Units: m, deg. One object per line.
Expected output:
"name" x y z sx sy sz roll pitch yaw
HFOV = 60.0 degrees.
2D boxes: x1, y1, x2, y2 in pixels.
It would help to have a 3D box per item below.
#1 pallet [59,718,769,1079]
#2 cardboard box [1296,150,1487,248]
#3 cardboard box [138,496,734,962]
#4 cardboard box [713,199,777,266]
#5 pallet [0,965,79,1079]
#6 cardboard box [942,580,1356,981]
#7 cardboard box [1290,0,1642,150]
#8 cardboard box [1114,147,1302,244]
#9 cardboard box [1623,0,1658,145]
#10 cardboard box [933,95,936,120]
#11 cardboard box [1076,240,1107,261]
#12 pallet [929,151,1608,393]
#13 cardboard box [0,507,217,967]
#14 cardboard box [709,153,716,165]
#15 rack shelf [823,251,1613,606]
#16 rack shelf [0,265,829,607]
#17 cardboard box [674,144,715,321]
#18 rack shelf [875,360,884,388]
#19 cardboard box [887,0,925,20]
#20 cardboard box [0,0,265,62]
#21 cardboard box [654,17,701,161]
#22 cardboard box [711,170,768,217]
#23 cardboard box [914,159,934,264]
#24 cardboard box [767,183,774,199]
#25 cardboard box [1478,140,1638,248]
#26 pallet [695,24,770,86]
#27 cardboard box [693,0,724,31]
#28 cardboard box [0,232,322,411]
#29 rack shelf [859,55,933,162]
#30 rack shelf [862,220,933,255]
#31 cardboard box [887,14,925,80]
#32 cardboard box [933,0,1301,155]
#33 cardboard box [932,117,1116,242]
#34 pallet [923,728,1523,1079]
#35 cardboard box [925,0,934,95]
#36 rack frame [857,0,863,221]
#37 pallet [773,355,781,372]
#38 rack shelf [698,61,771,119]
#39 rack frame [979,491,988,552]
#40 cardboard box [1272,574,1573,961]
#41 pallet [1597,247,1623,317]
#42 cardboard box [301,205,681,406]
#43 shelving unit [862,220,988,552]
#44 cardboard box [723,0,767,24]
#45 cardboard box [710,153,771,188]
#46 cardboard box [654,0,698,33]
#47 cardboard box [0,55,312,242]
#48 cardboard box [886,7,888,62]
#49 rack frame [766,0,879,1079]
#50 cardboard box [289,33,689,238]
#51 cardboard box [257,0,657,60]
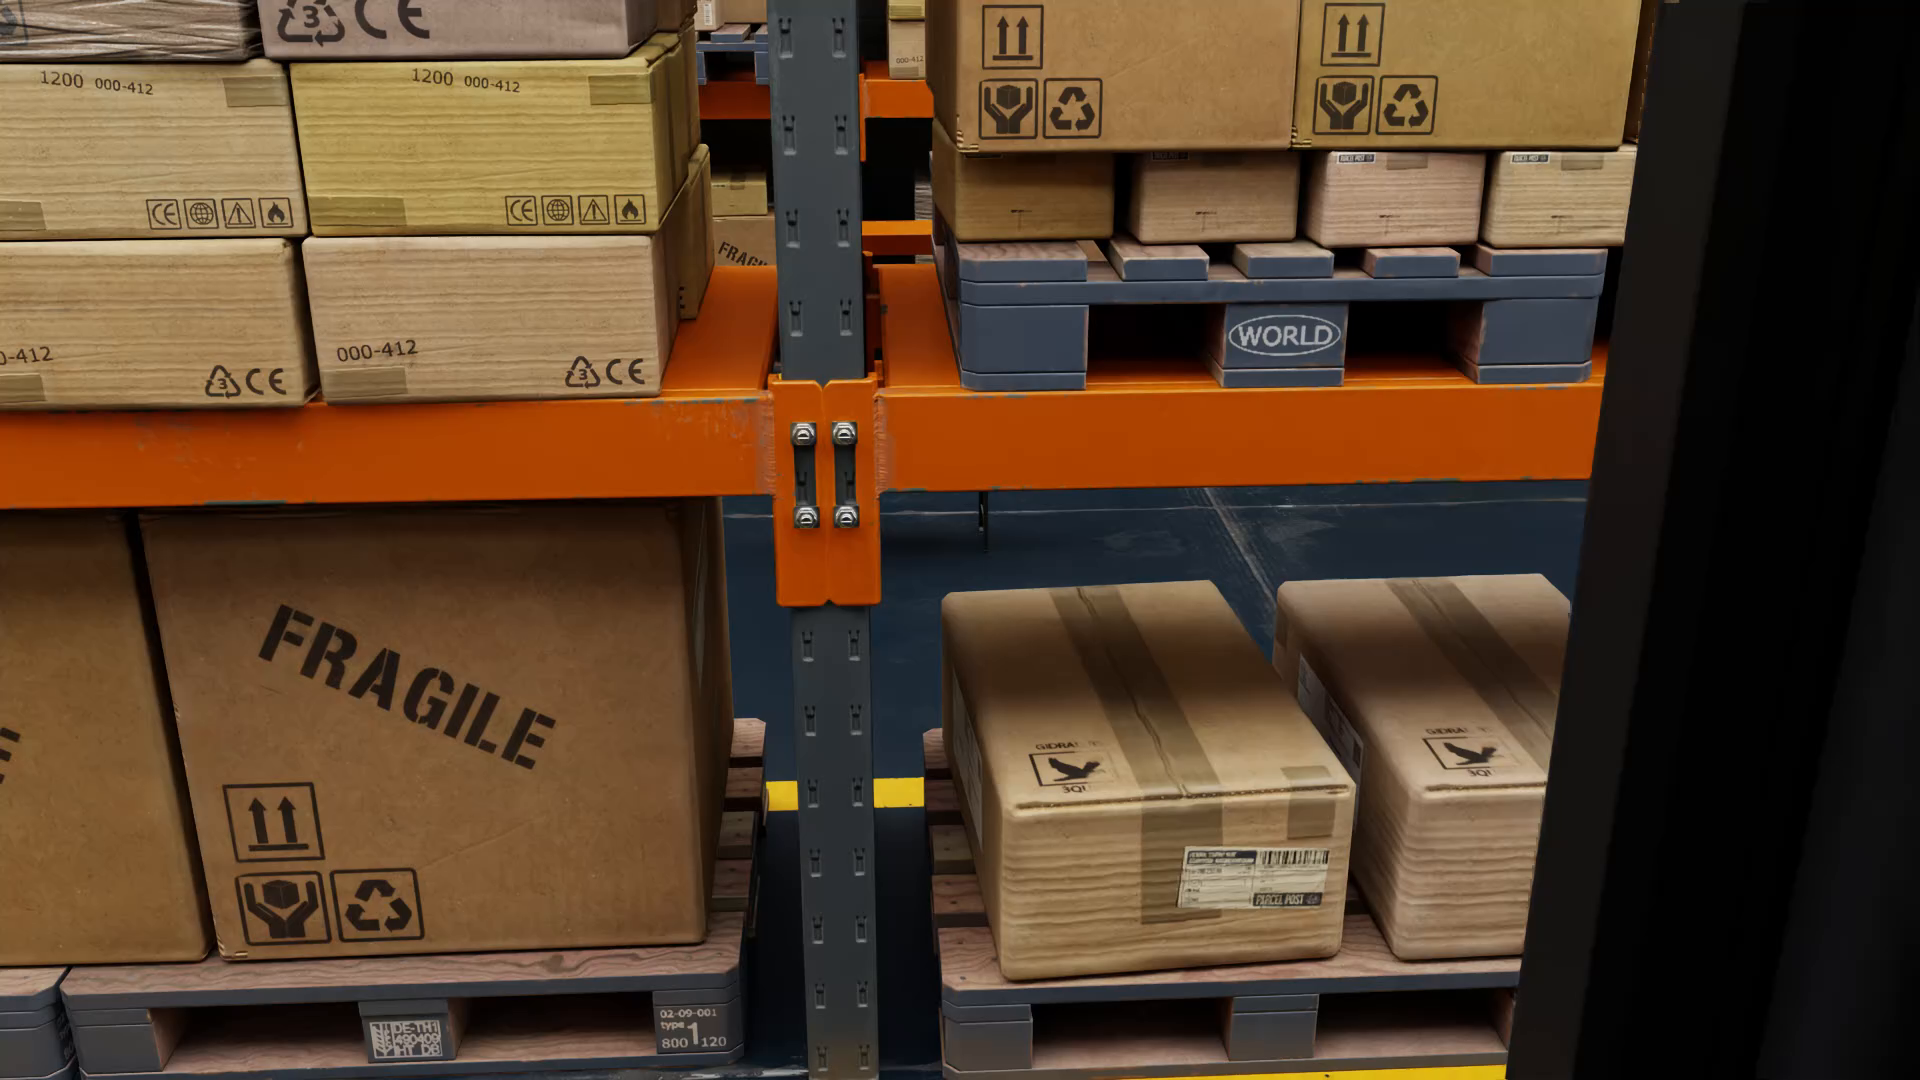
"pallet" -1.030 0.707 3.467 1.213 0.211 1.003 -1 21 -3
"cardboard box" 0.657 -0.588 2.712 0.250 0.149 0.380 -3 21 -7
"cardboard box" -0.933 0.196 3.287 0.875 0.875 0.875 -1 21 -4
"cardboard box" -0.935 -1.292 7.721 0.500 0.500 0.500 -1 21 -1
"pallet" -2.245 0.731 3.405 1.213 0.211 1.003 -1 21 -3
"cardboard box" 0.326 0.438 3.357 0.625 0.372 0.950 -3 21 -7
"cardboard box" 0.744 -0.907 2.640 0.500 0.500 0.500 0 21 0
"cardboard box" 0.381 -0.599 2.740 0.250 0.149 0.380 -2 21 -6
"cardboard box" 1.274 -0.921 2.674 0.500 0.500 0.500 -1 21 -2
"cardboard box" 0.075 -0.755 3.150 0.250 0.149 0.380 0 21 -1
"cardboard box" 0.750 -1.459 7.984 0.625 0.625 0.875 0 21 -1
"pallet" 0.467 -0.548 3.114 1.003 0.211 1.213 -1 21 -3
"cardboard box" -1.823 0.212 3.243 0.875 0.875 0.875 -1 21 -2
"cardboard box" -1.331 -1.784 8.102 0.250 0.149 0.380 -1 21 -1
"rack shelf" 1.758 -0.290 3.178 4.000 0.370 1.077 -1 21 -3
"rack shelf" -2.235 -0.209 2.964 4.000 0.370 1.077 -1 21 -3
"cardboard box" -0.741 -0.595 3.178 0.500 0.250 0.500 -2 21 -4
"rack shelf" -0.165 -0.494 5.423 0.480 0.148 0.258 -1 21 -3
"cardboard box" -0.067 -2.425 7.284 0.500 0.250 0.500 -1 21 -3
"cardboard box" -1.251 -0.983 2.440 0.500 0.500 0.500 -1 21 -2
"cardboard box" -0.758 -0.826 3.084 0.500 0.250 0.500 -1 21 -3
"cardboard box" -1.004 -1.580 7.566 0.250 0.149 0.380 -2 21 -6
"cardboard box" 0.098 -1.443 7.942 0.625 0.625 0.875 -1 21 -1
"cardboard box" -0.962 -1.468 8.183 0.500 0.500 0.500 0 21 -1
"cardboard box" 0.932 -0.586 2.707 0.250 0.149 0.380 -1 21 -3
"pallet" -1.198 -2.220 7.506 1.003 0.211 1.213 -1 21 -3
"cardboard box" -1.159 -2.278 7.151 0.250 0.149 0.380 -1 21 -2
"cardboard box" -1.238 -0.397 2.658 0.500 0.250 0.500 -1 21 -2
"rack shelf" 1.471 -2.053 7.809 4.000 0.370 1.077 -1 21 -3
"rack shelf" -0.165 -0.925 5.259 0.480 0.148 0.258 -1 21 -3
"cardboard box" -0.069 -2.201 7.396 0.500 0.250 0.500 -1 21 -3
"cardboard box" 0.224 -0.894 2.605 0.500 0.500 0.500 -2 21 -5
"cardboard box" 0.097 -0.605 2.757 0.250 0.149 0.380 -2 21 -6
"pallet" 0.542 0.702 3.479 1.213 0.211 1.003 -1 21 -3
"cardboard box" 0.200 -1.075 3.081 0.500 0.500 0.500 -2 21 -5
"rack frame" -0.525 -2.349 7.574 0.127 3.000 1.000 -1 21 -3
"pallet" -1.273 -1.044 8.066 1.213 0.211 1.003 -1 21 -3
"rack shelf" -2.522 -1.972 7.595 4.000 0.370 1.077 -1 21 -3
"rack frame" 0.078 -0.562 5.412 0.015 1.200 0.240 -1 21 -3
"cardboard box" 1.062 0.421 3.403 0.625 0.372 0.950 -2 21 -4
"pallet" 1.736 -0.551 3.121 1.213 0.211 1.003 -1 21 -3
"cardboard box" -0.728 -0.413 2.700 0.500 0.250 0.500 -2 21 -5
"shelving unit" -0.165 -0.557 5.399 0.503 1.200 0.258 -1 21 -3
"cardboard box" -1.048 -2.637 7.600 0.500 0.500 0.500 0 21 -1
"cardboard box" -1.064 -1.780 8.092 0.250 0.149 0.380 0 21 0
"cardboard box" -0.745 -1.176 2.949 0.500 0.500 0.500 -2 21 -5
"cardboard box" -1.219 -0.637 2.587 0.500 0.250 0.500 -2 21 -4
"cardboard box" -0.091 -2.378 7.863 0.500 0.250 0.500 -2 21 -4
"rack frame" -0.238 -0.585 2.943 0.127 3.000 1.000 -1 21 -3
"cardboard box" -0.707 -0.649 2.618 0.500 0.250 0.500 -1 21 -3
"cardboard box" -0.740 -0.996 2.476 0.500 0.500 0.500 -2 21 -5
